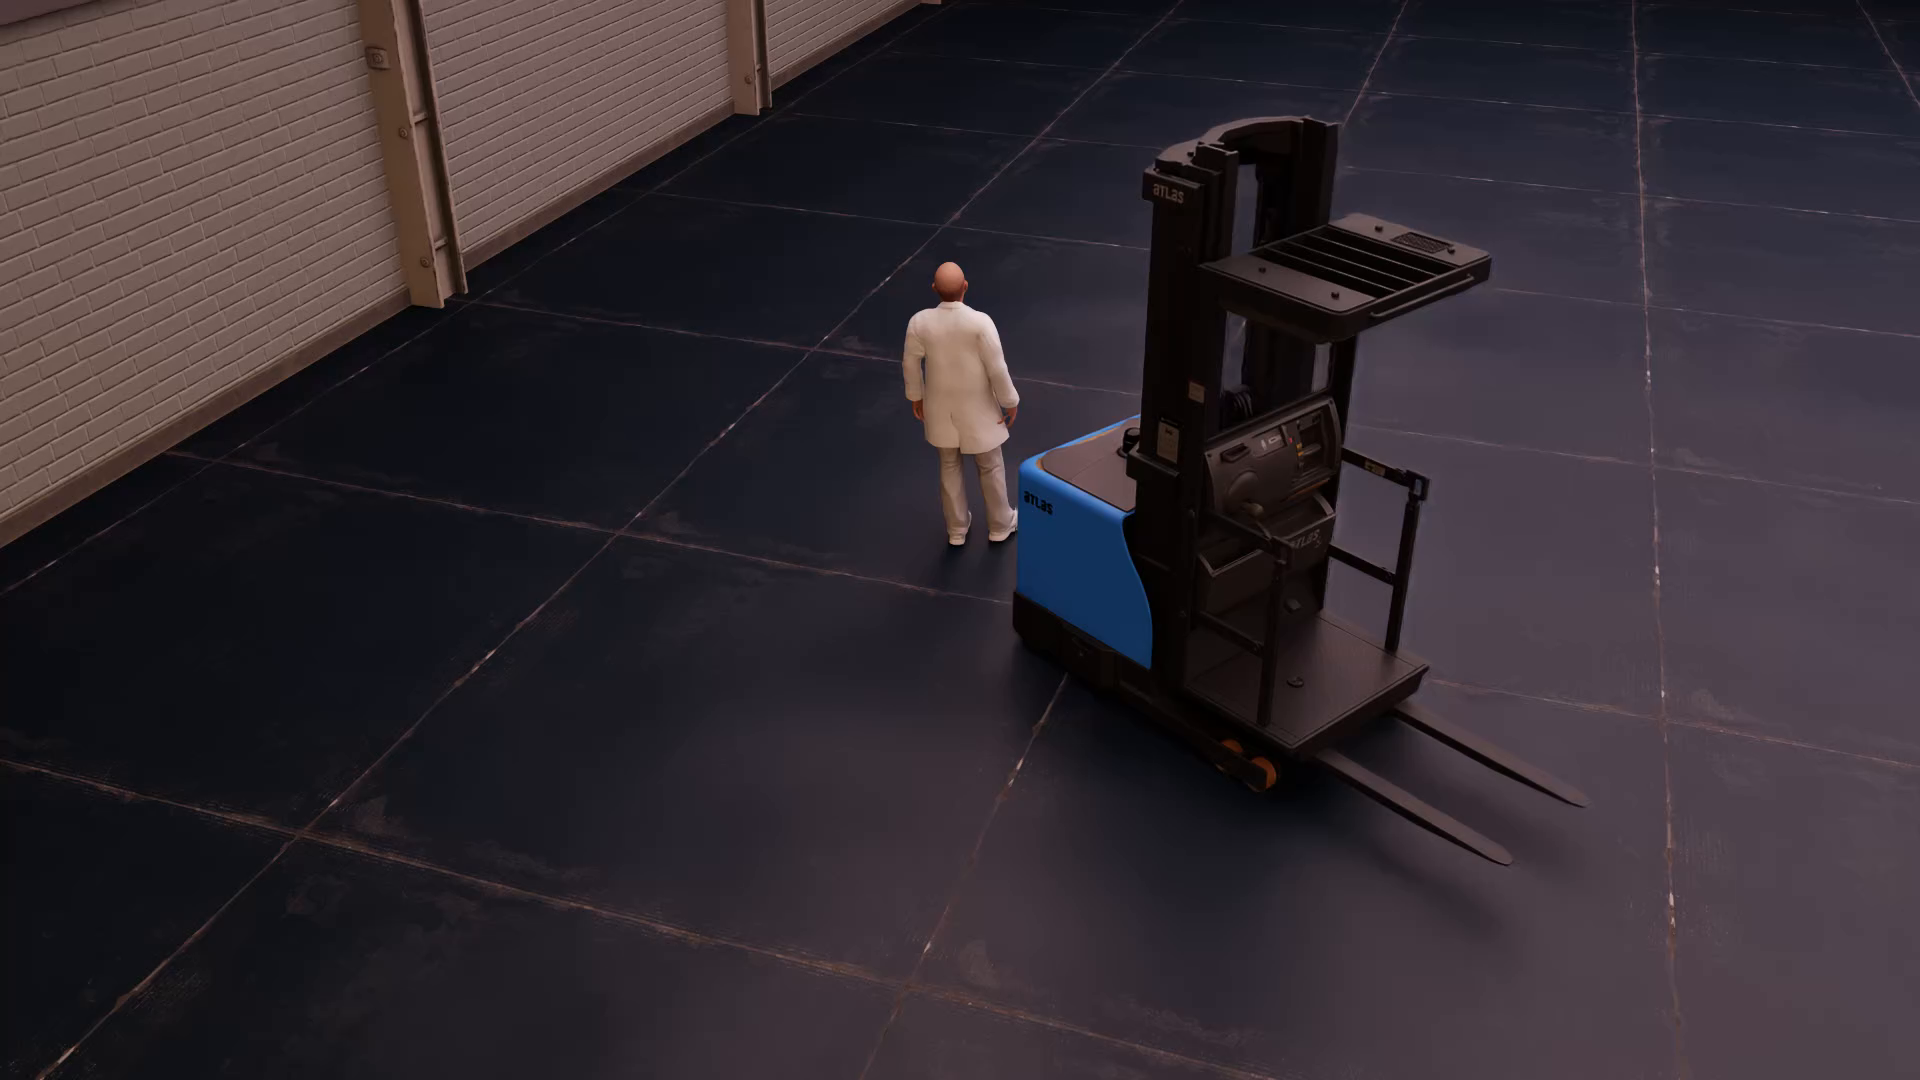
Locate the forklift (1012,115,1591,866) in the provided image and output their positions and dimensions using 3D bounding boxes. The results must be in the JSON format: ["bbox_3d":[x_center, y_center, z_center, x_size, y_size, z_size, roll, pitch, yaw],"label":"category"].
[{"bbox_3d":[1.629,-0.349,7.749,1.130,2.935,3.031,-23,37,-35],"label":"forklift"}]

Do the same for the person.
[{"bbox_3d":[0.034,-0.820,9.725,0.694,1.775,0.581,10,31,16],"label":"person"}]
